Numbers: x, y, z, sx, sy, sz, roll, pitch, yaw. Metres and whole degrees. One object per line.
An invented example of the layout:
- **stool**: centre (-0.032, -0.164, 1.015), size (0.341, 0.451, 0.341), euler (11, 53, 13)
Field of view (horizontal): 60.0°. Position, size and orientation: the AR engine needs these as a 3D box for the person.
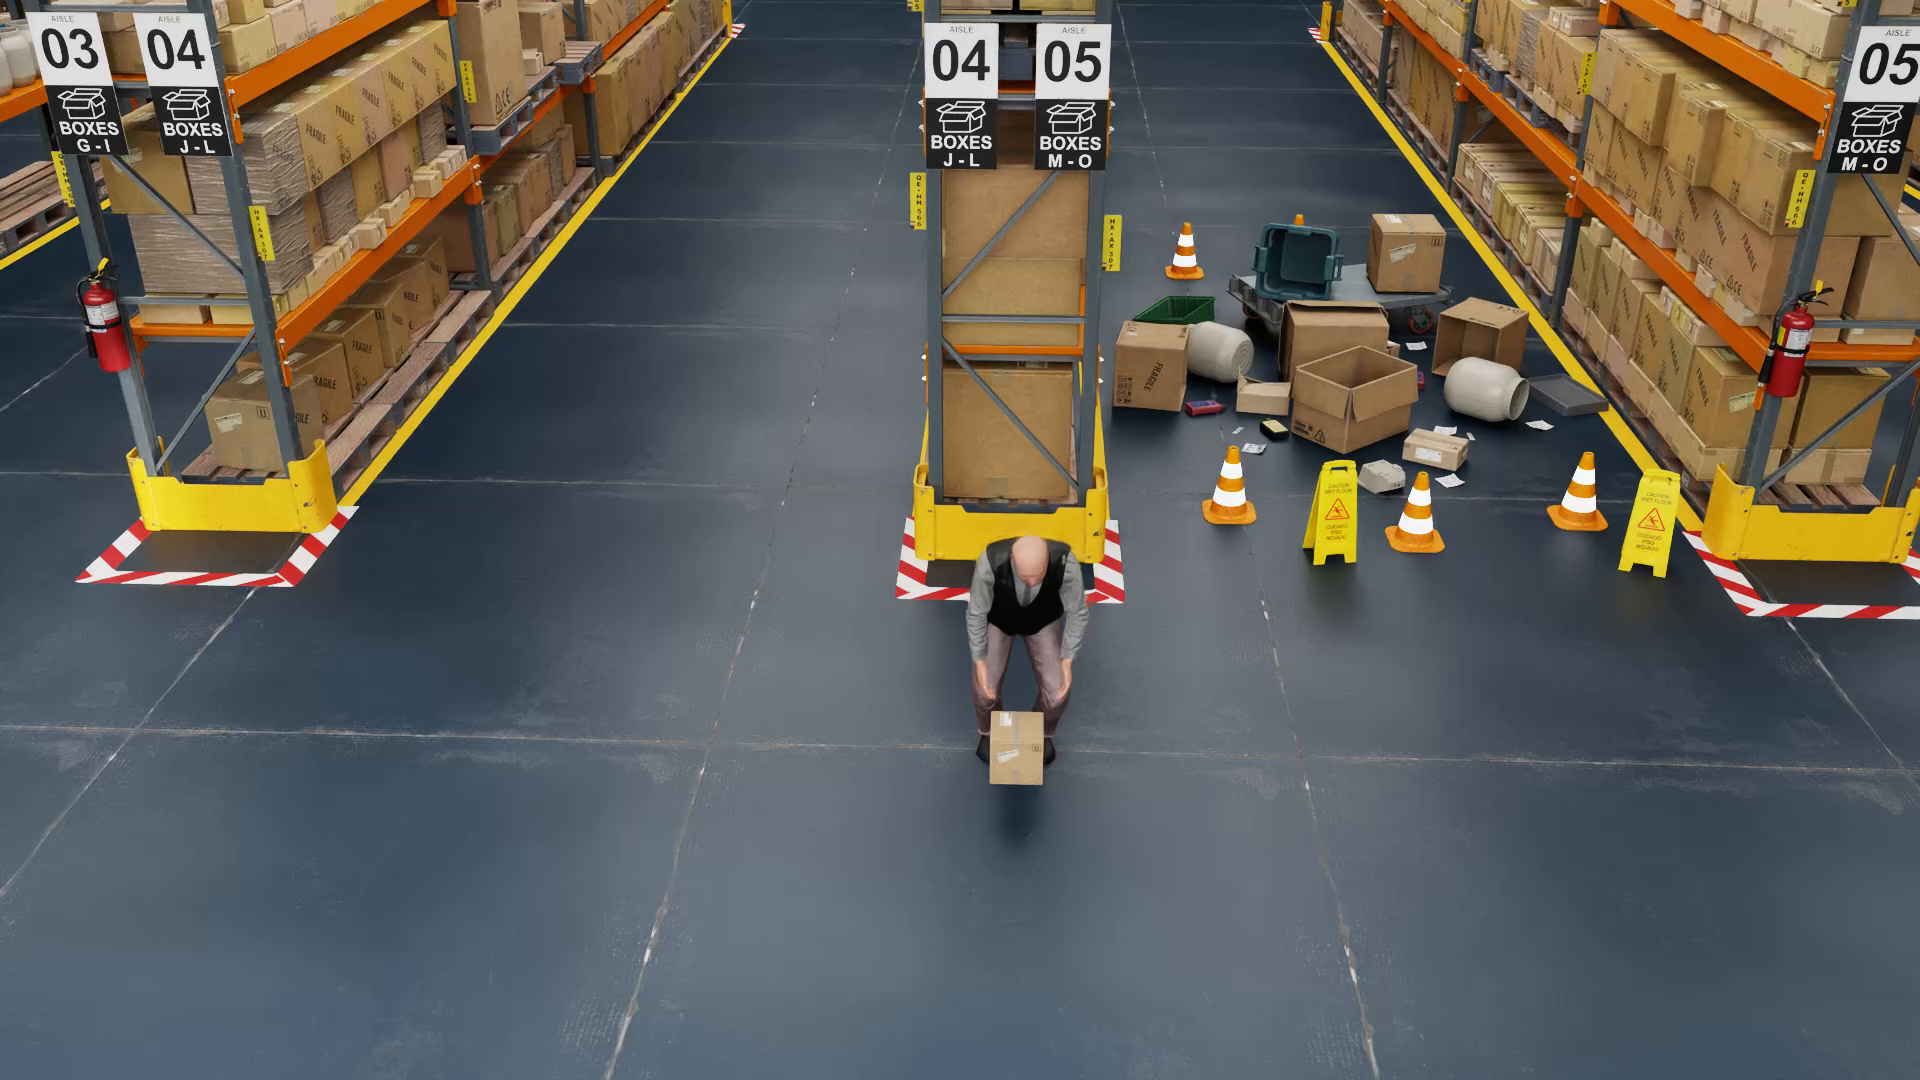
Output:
- **person**: centre (0.325, 0.476, 8.128), size (0.592, 1.371, 0.725), euler (1, 28, 2)
